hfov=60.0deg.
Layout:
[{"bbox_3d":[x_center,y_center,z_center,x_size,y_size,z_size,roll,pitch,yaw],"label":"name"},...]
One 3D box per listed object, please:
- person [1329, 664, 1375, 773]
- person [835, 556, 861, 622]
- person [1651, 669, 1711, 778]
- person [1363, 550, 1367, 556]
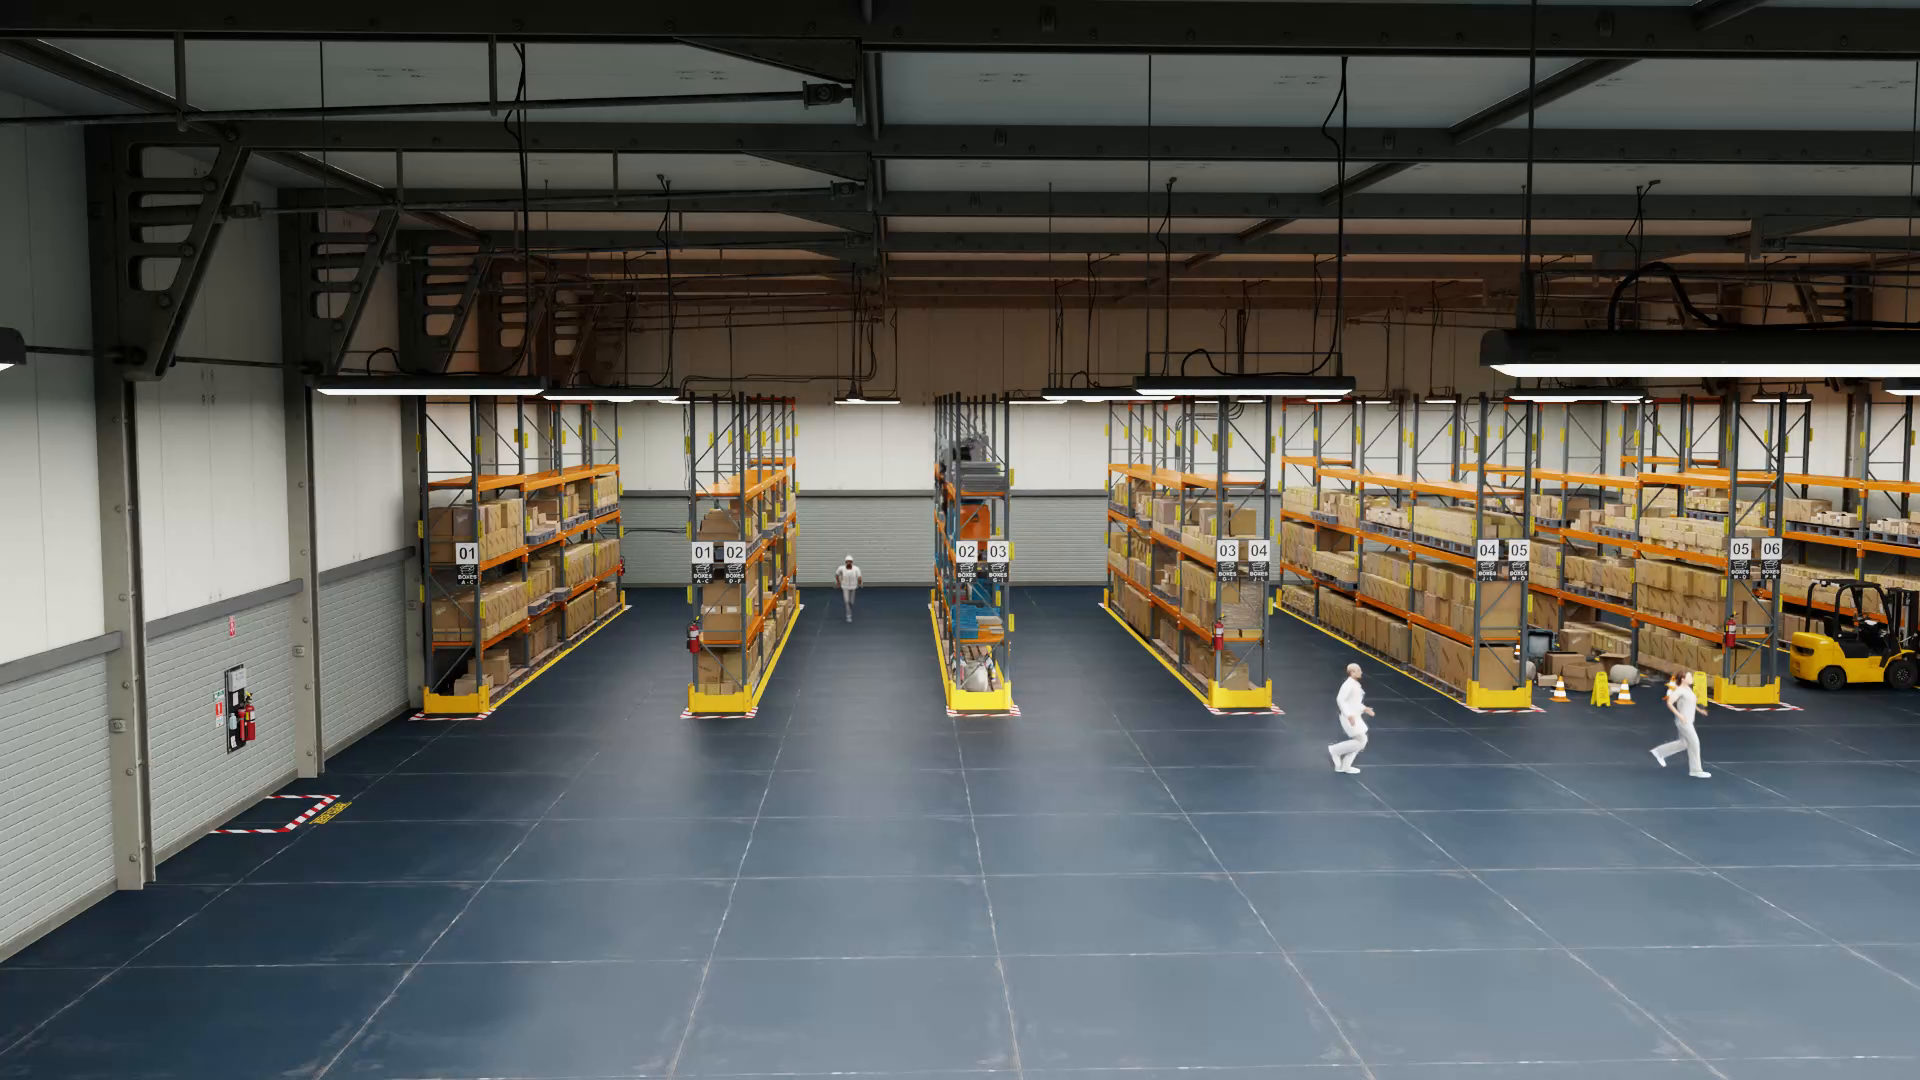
[{"bbox_3d":[6.116,2.785,25.952,0.671,1.726,0.696,2,5,20],"label":"person"},{"bbox_3d":[-2.985,1.289,44.552,0.679,1.753,0.919,-1,5,-12],"label":"person"},{"bbox_3d":[11.217,2.820,25.777,0.855,1.645,0.593,4,6,40],"label":"person"},{"bbox_3d":[11.219,1.174,46.028,0.634,1.789,0.881,-1,5,-6],"label":"person"}]
